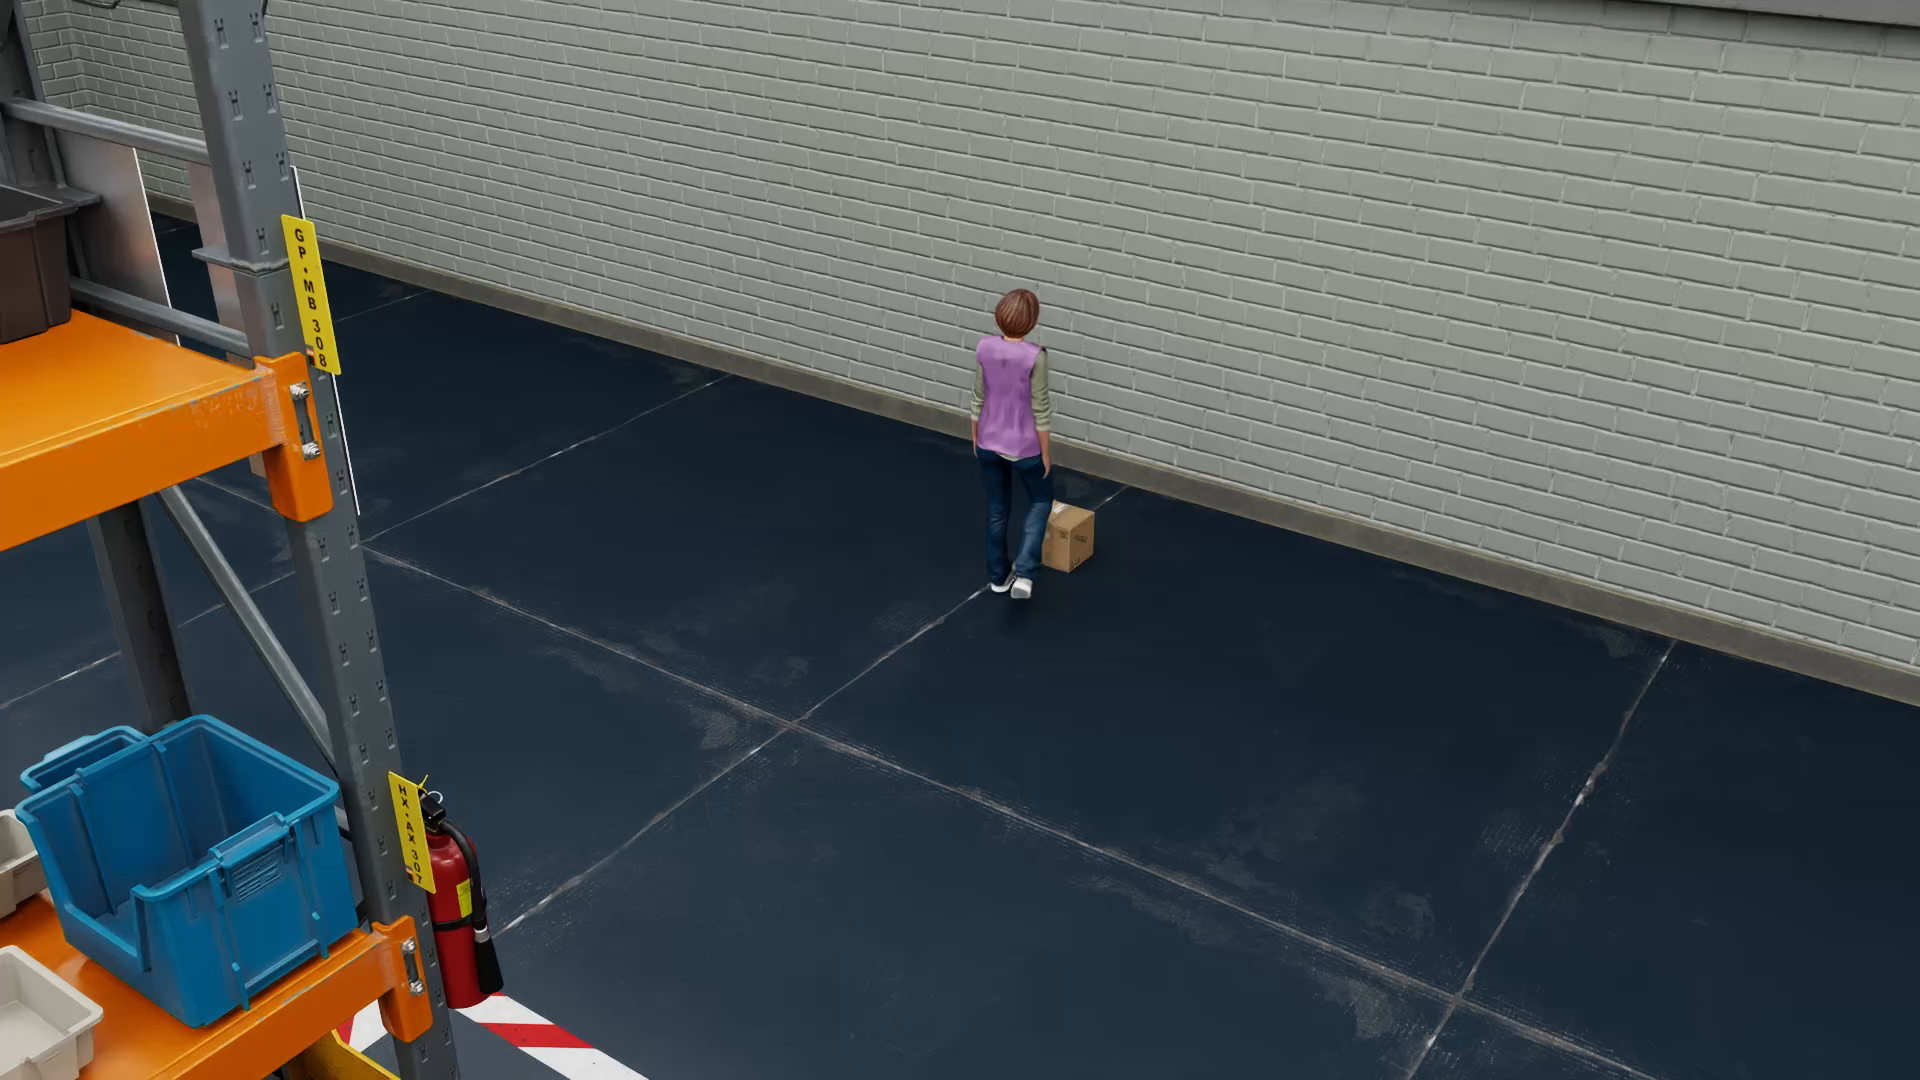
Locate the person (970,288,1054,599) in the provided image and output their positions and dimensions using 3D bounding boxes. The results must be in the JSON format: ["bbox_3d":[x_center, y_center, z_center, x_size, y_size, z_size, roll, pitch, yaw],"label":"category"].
[{"bbox_3d":[0.246,-0.445,7.963,0.431,1.593,0.466,12,30,22],"label":"person"}]
